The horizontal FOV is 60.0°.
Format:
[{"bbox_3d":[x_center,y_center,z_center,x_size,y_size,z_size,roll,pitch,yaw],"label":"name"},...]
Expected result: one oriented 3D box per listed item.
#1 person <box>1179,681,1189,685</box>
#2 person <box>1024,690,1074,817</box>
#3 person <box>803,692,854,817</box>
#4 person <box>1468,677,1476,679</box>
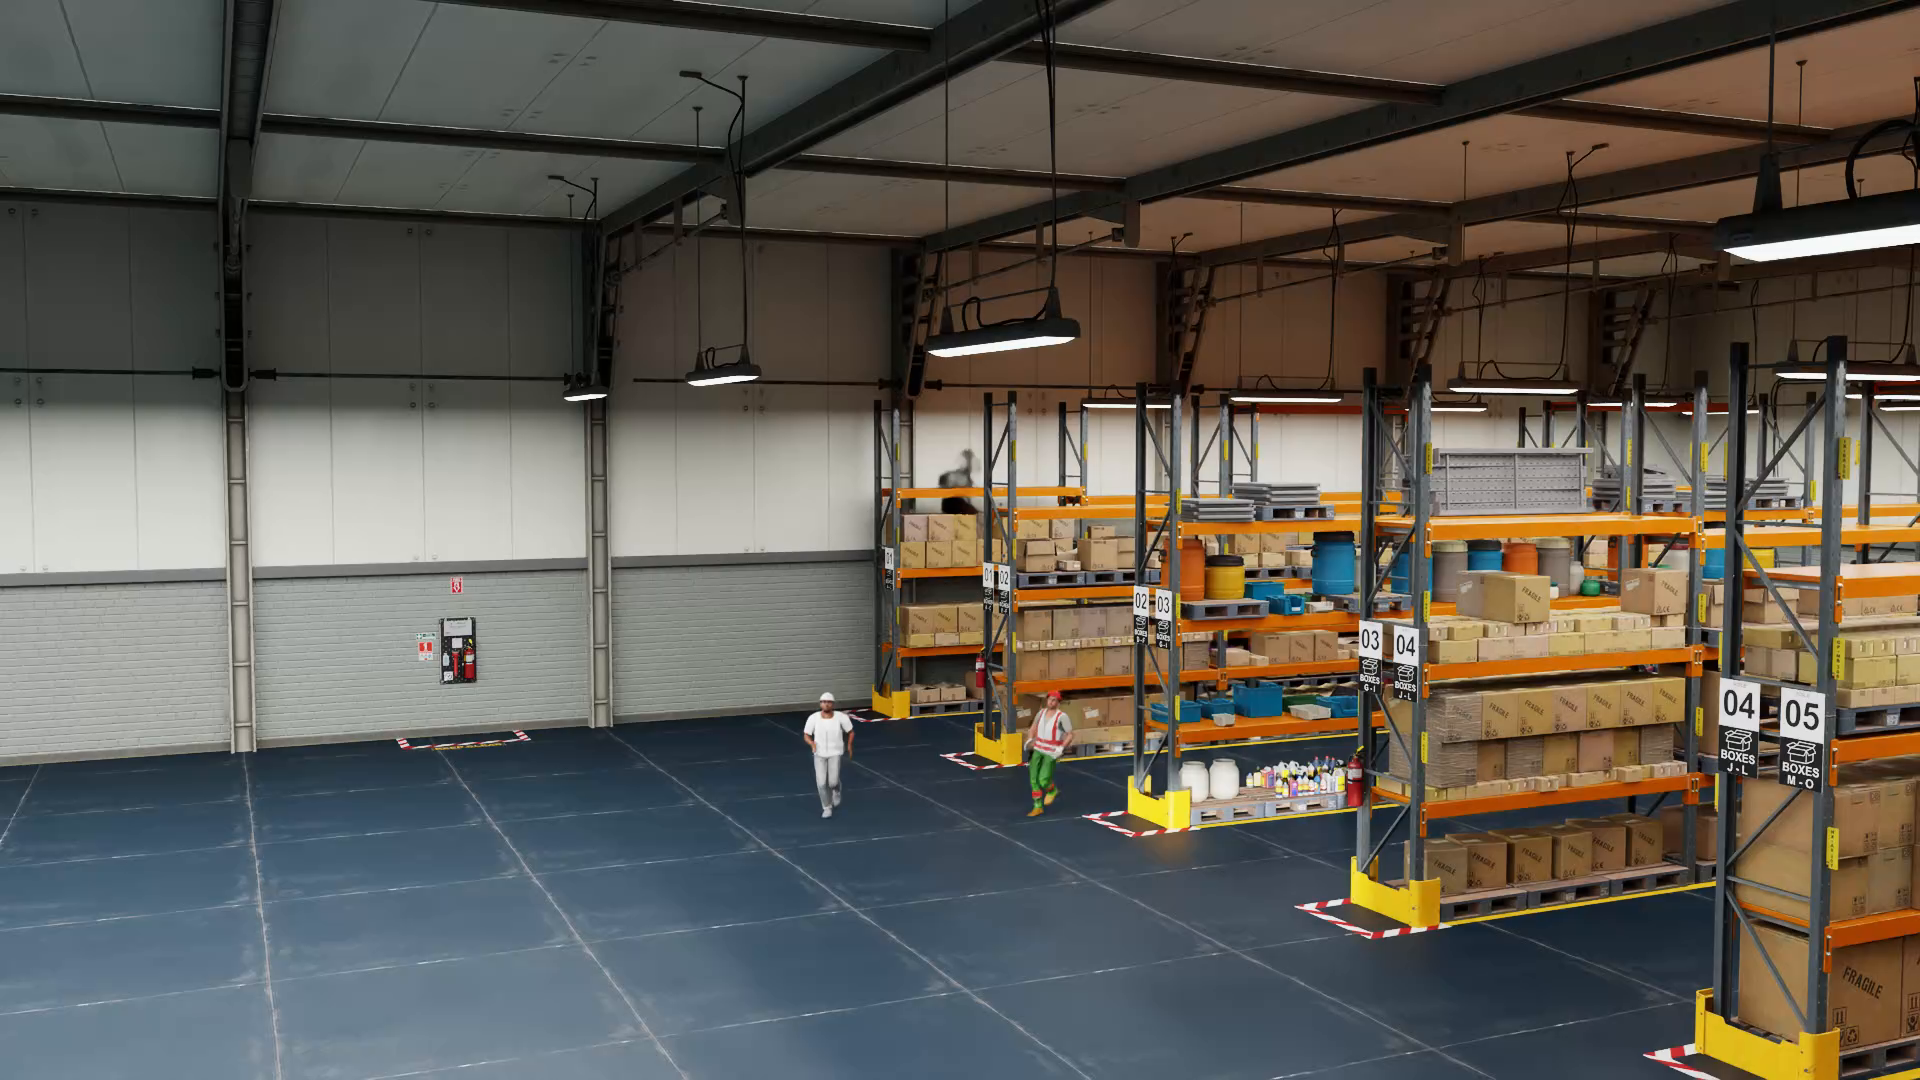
[{"bbox_3d":[4.065,2.508,30.604,0.672,1.753,0.697,-2,4,-26],"label":"person"},{"bbox_3d":[1.223,2.958,23.127,0.702,1.749,0.597,2,4,37],"label":"person"},{"bbox_3d":[-1.826,2.967,22.998,0.700,1.723,0.582,0,3,1],"label":"person"},{"bbox_3d":[8.056,2.725,26.965,0.760,1.855,0.673,-1,4,-23],"label":"person"}]
